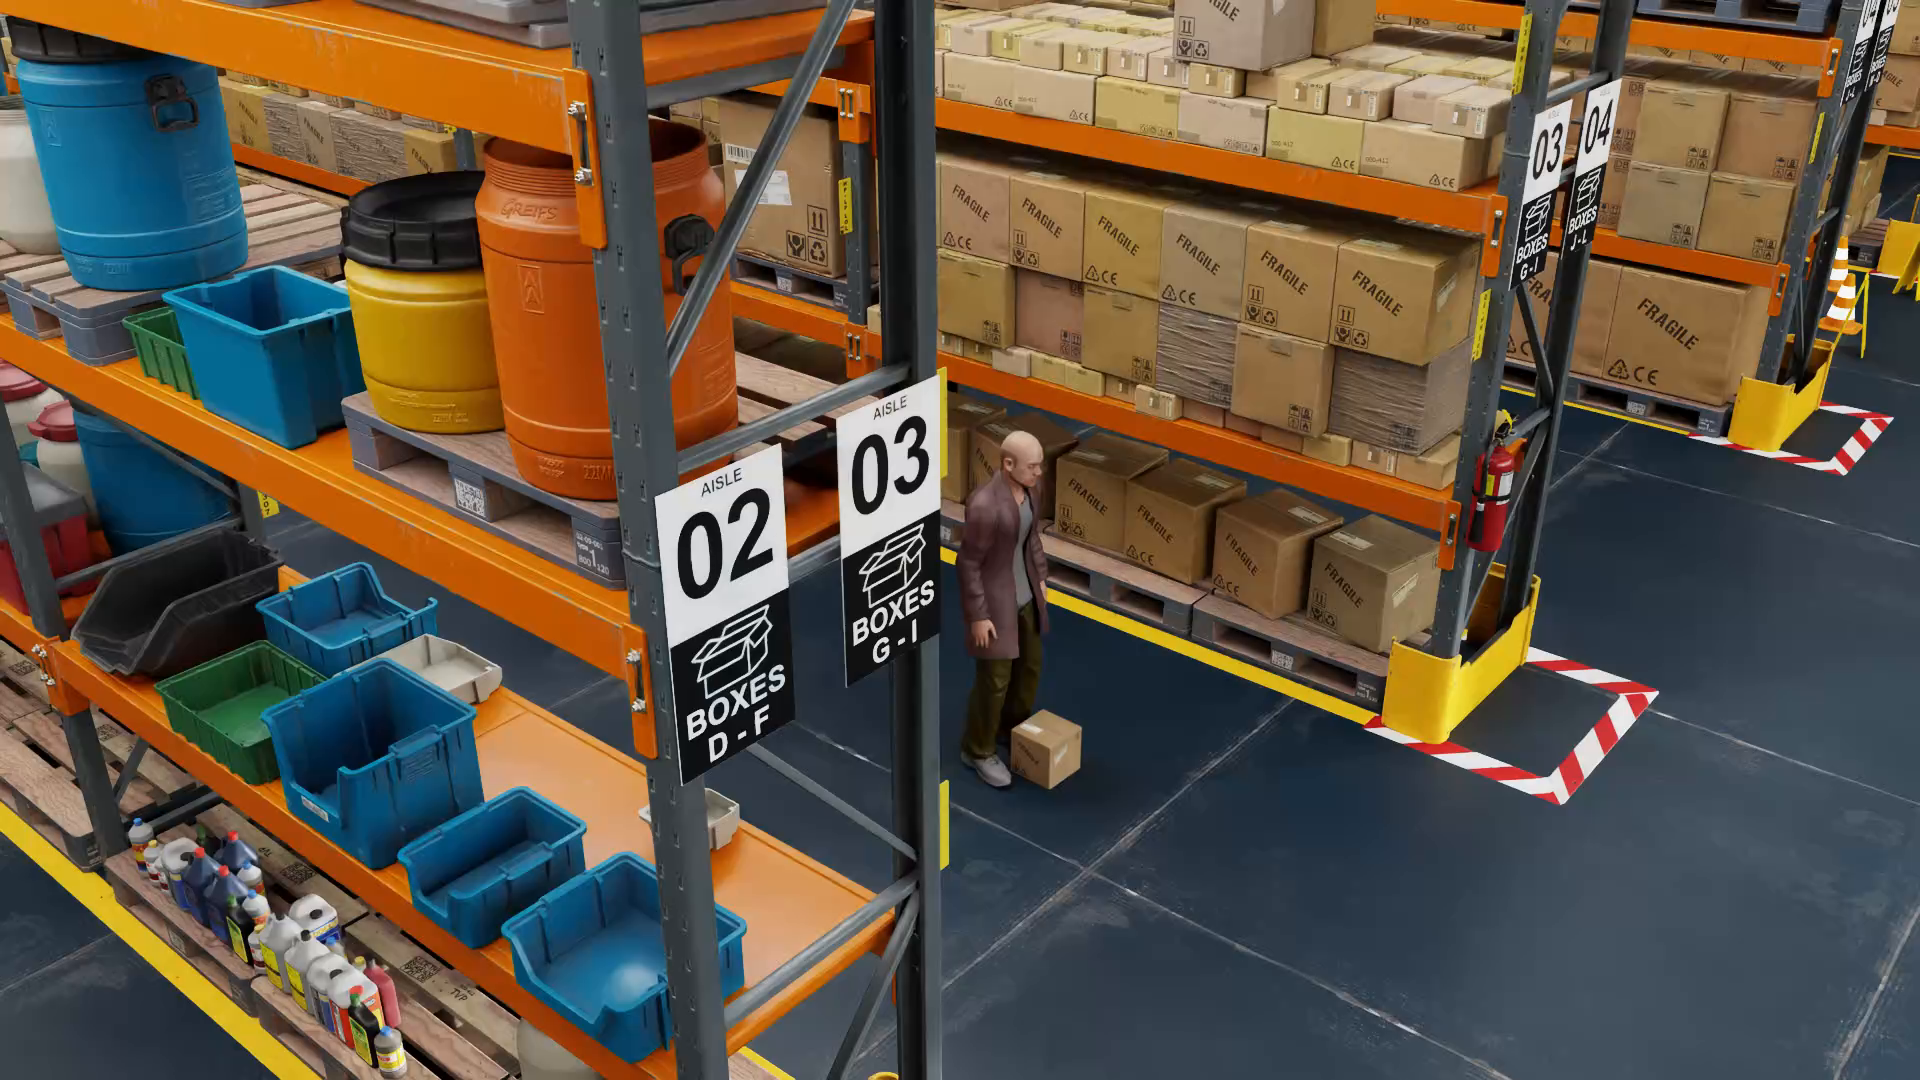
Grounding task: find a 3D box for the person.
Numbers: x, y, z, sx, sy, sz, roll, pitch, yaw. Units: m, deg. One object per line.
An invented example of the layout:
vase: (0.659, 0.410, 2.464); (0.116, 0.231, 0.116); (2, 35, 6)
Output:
person: (0.230, 0.291, 8.065); (0.428, 1.772, 0.638); (19, 33, 33)
